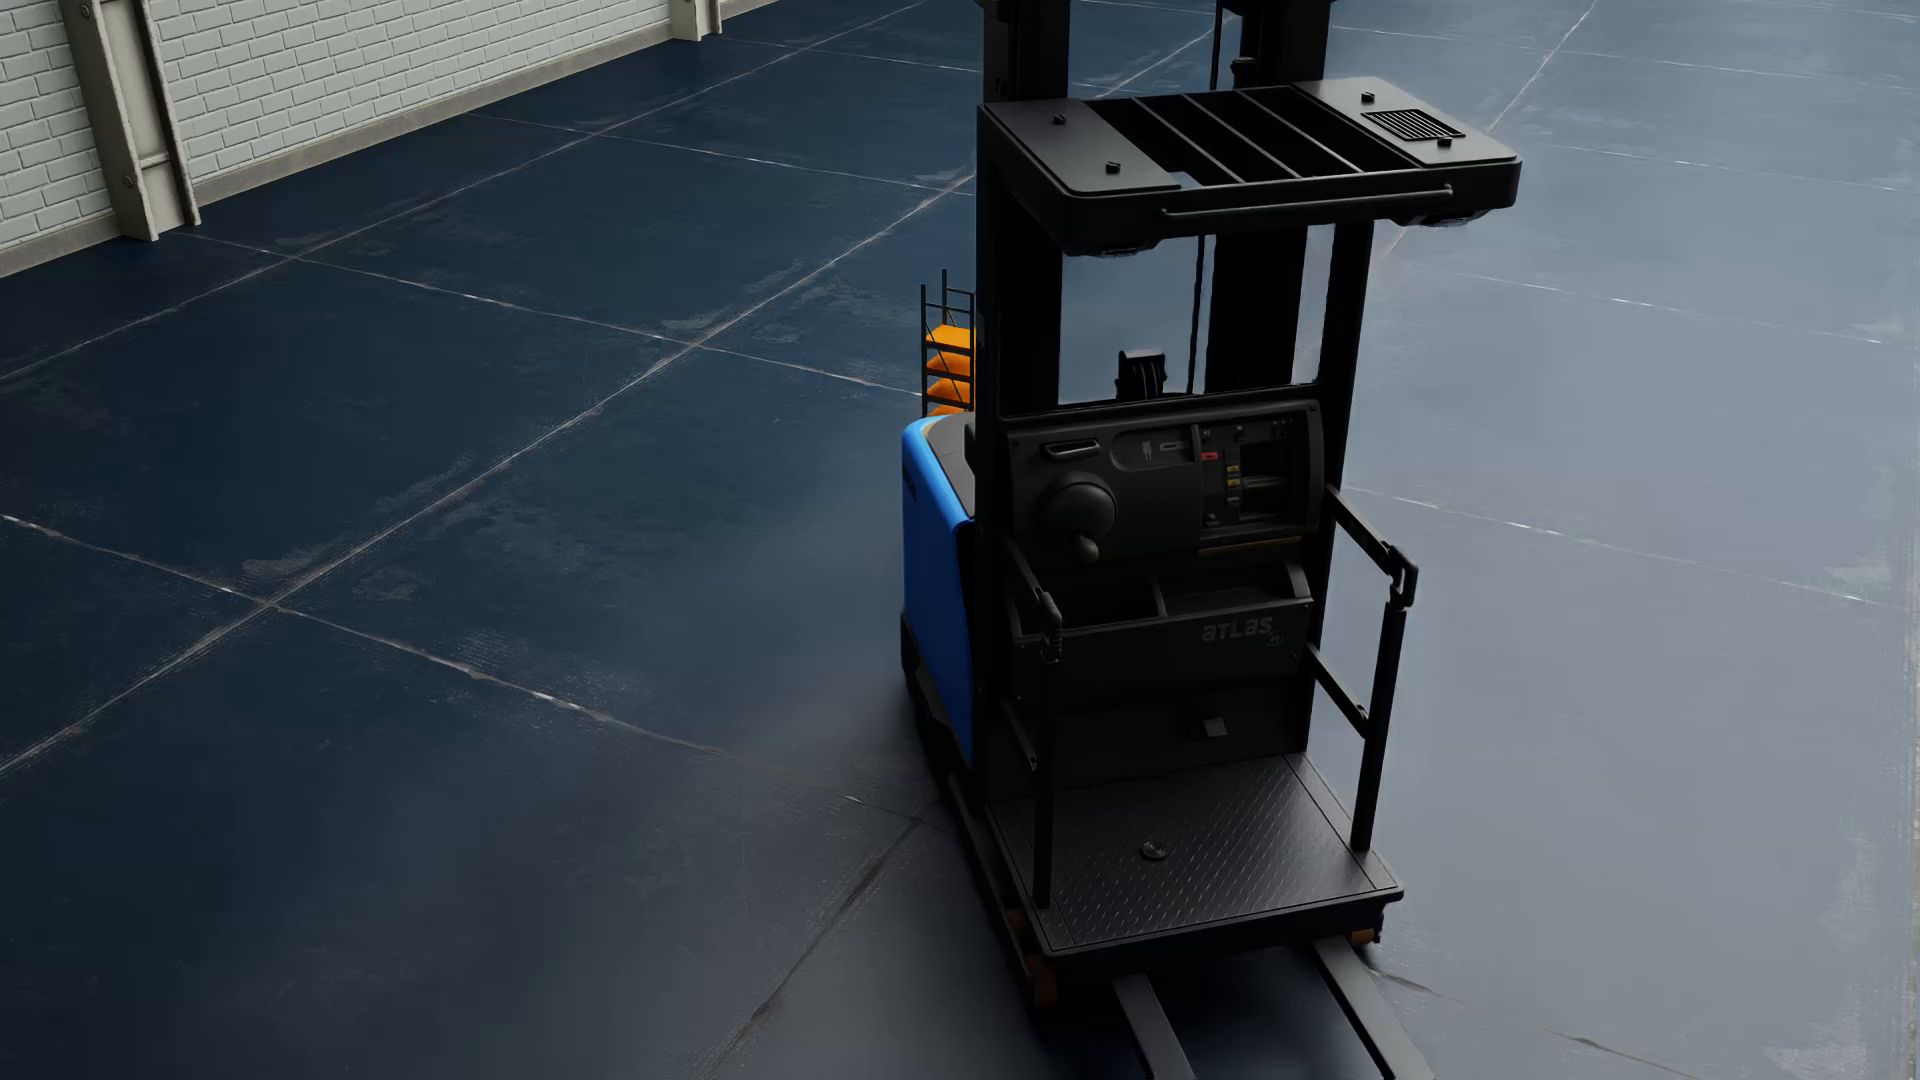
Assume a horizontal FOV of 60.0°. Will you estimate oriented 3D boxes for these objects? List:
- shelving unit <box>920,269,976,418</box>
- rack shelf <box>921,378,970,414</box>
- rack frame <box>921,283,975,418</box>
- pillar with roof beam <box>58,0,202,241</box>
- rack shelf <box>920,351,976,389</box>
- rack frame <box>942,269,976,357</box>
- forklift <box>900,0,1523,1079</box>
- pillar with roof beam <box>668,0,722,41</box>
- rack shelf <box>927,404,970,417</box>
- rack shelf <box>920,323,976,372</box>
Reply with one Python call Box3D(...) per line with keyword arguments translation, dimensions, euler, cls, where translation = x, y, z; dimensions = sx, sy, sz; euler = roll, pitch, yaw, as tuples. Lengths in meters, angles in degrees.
Box3D(translation=(-0.007, -0.514, 6.940), dimensions=(0.258, 1.200, 0.189), euler=(14, 33, 23), cls="shelving unit")
Box3D(translation=(-0.007, -0.579, 6.902), dimensions=(0.258, 0.103, 0.180), euler=(14, 33, 23), cls="rack shelf")
Box3D(translation=(-0.048, -0.473, 6.869), dimensions=(0.240, 1.200, 0.006), euler=(14, 33, 23), cls="rack frame")
Box3D(translation=(-1.340, -4.942, 6.819), dimensions=(9.100, 9.000, 0.400), euler=(14, 33, 23), cls="pillar with roof beam")
Box3D(translation=(-0.007, -0.683, 6.843), dimensions=(0.258, 0.103, 0.180), euler=(14, 33, 23), cls="rack shelf")
Box3D(translation=(0.035, -0.554, 7.011), dimensions=(0.240, 1.200, 0.006), euler=(14, 33, 23), cls="rack frame")
Box3D(translation=(0.643, -0.117, 4.510), dimensions=(1.130, 2.935, 3.031), euler=(-7, 31, -13), cls="forklift")
Box3D(translation=(1.393, -7.602, 11.451), dimensions=(9.100, 9.000, 0.400), euler=(14, 33, 23), cls="pillar with roof beam")
Box3D(translation=(-0.007, -0.475, 6.962), dimensions=(0.258, 0.103, 0.180), euler=(14, 33, 23), cls="rack shelf")
Box3D(translation=(-0.007, -0.788, 6.783), dimensions=(0.258, 0.103, 0.180), euler=(14, 33, 23), cls="rack shelf")
